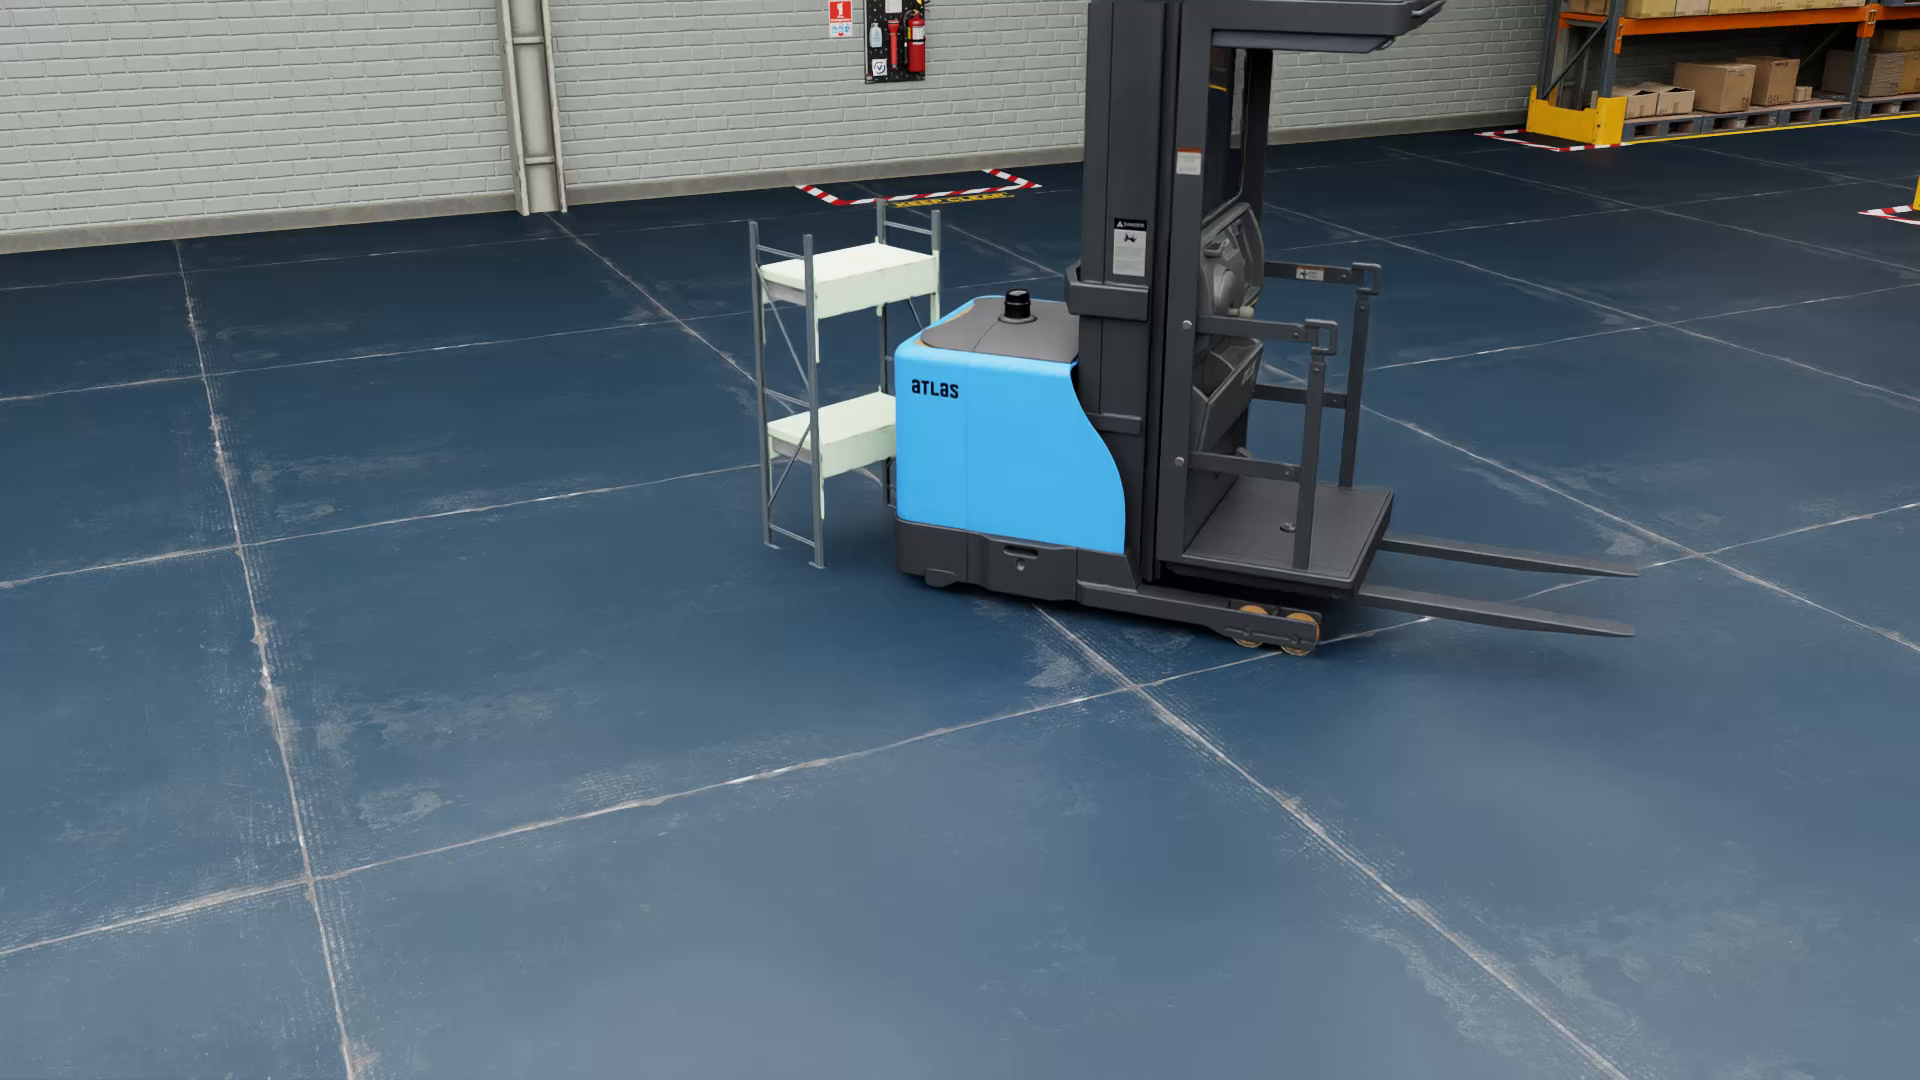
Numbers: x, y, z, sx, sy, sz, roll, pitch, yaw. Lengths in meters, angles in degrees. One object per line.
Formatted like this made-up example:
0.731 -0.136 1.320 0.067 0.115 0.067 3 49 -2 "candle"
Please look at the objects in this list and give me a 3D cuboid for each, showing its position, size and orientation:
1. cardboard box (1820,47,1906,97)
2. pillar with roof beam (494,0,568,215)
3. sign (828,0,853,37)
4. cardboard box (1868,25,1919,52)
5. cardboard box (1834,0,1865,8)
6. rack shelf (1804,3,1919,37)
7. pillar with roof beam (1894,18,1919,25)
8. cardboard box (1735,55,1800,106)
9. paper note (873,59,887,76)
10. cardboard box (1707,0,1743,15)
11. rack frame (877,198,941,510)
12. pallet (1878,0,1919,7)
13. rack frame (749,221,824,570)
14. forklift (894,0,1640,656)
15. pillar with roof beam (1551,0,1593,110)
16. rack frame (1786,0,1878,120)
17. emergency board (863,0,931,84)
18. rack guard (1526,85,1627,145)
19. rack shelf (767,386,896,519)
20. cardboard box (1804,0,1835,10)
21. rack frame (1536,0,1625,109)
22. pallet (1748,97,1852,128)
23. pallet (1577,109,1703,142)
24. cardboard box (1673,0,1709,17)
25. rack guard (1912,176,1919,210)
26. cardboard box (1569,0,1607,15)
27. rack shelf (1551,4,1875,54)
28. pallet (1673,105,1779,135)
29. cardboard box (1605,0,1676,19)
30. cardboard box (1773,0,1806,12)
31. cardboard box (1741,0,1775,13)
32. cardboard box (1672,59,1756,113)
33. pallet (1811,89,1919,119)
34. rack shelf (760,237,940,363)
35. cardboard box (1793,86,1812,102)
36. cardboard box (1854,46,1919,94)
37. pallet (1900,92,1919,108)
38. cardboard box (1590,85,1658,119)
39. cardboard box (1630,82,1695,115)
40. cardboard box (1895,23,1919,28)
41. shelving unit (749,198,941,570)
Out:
11.077 -5.748 20.407 0.500 0.500 0.700 -10 24 -22 "cardboard box"
-1.873 -5.620 9.562 0.400 9.000 9.100 -10 25 -24 "pillar with roof beam"
-1.120 -4.891 15.597 0.234 0.329 0.001 -10 25 -24 "sign"
11.473 -6.169 20.443 0.500 0.250 0.500 -11 25 -25 "cardboard box"
10.126 -6.329 19.287 0.500 0.250 0.500 -10 25 -23 "cardboard box"
12.223 -6.571 20.643 4.000 0.370 1.077 -10 25 -24 "rack shelf"
14.346 -8.606 16.775 0.400 9.000 9.100 -10 25 -24 "pillar with roof beam"
9.504 -5.434 19.649 0.500 0.500 0.500 -12 26 -28 "cardboard box"
-0.766 -4.518 15.894 0.142 0.148 0.016 -10 25 -24 "paper note"
8.318 -5.993 18.477 0.500 0.250 0.500 -11 25 -24 "cardboard box"
-0.233 -0.813 7.752 0.023 1.500 0.400 -21 30 -40 "rack frame"
11.173 -6.560 19.926 1.213 0.211 1.003 -10 25 -24 "pallet"
-0.757 -0.617 7.279 0.023 1.500 0.400 -21 30 -40 "rack frame"
1.280 -1.124 6.633 3.031 2.935 1.130 9 24 20 "forklift"
8.940 -7.611 14.371 0.400 9.000 9.100 -10 25 -24 "pillar with roof beam"
10.421 -6.572 19.704 0.127 3.000 1.000 -10 25 -24 "rack frame"
-0.577 -4.931 15.739 0.643 1.169 0.194 -10 25 -24 "emergency board"
6.886 -4.766 18.610 0.348 0.500 1.175 -10 25 -24 "rack guard"
-0.495 -0.414 7.641 0.720 0.370 0.431 -21 30 -40 "rack shelf"
9.674 -6.249 19.094 0.500 0.250 0.500 -10 25 -23 "cardboard box"
6.817 -5.908 18.102 0.127 3.000 1.000 -10 25 -24 "rack frame"
9.832 -5.160 19.939 1.213 0.211 1.003 -10 25 -24 "pallet"
7.633 -4.755 18.961 1.213 0.211 1.003 -10 25 -24 "pallet"
7.856 -5.911 18.278 0.500 0.250 0.500 -11 25 -25 "cardboard box"
8.947 -3.043 14.447 0.348 0.500 1.175 -10 25 -24 "rack guard"
7.154 -5.993 18.475 0.500 0.250 0.500 -10 25 -23 "cardboard box"
8.619 -5.908 19.041 4.000 0.370 1.077 -10 25 -24 "rack shelf"
8.731 -4.956 19.447 1.213 0.211 1.003 -10 25 -24 "pallet"
7.395 -5.820 18.058 0.500 0.250 0.500 -11 25 -25 "cardboard box"
9.227 -6.160 18.880 0.500 0.250 0.500 -11 25 -24 "cardboard box"
8.774 -6.076 18.677 0.500 0.250 0.500 -10 25 -23 "cardboard box"
8.676 -5.239 19.179 0.500 0.500 0.700 -12 25 -27 "cardboard box"
11.122 -5.413 20.551 1.213 0.211 1.003 -10 25 -24 "pallet"
-0.495 -1.075 7.367 0.720 0.370 0.431 -21 30 -40 "rack shelf"
9.952 -5.367 19.923 0.250 0.166 0.380 -14 26 -30 "cardboard box"
11.521 -5.851 20.656 0.500 0.500 0.700 -11 25 -25 "cardboard box"
12.223 -5.617 21.043 1.213 0.211 1.003 -10 25 -24 "pallet"
7.480 -4.953 18.734 0.500 0.311 0.500 -14 26 -30 "cardboard box"
7.993 -5.048 18.962 0.500 0.311 0.500 -8 24 -19 "cardboard box"
11.940 -6.256 20.655 0.500 0.250 0.500 -11 25 -25 "cardboard box"
-0.495 -0.715 7.516 0.755 1.500 0.431 -21 30 -40 "shelving unit"
